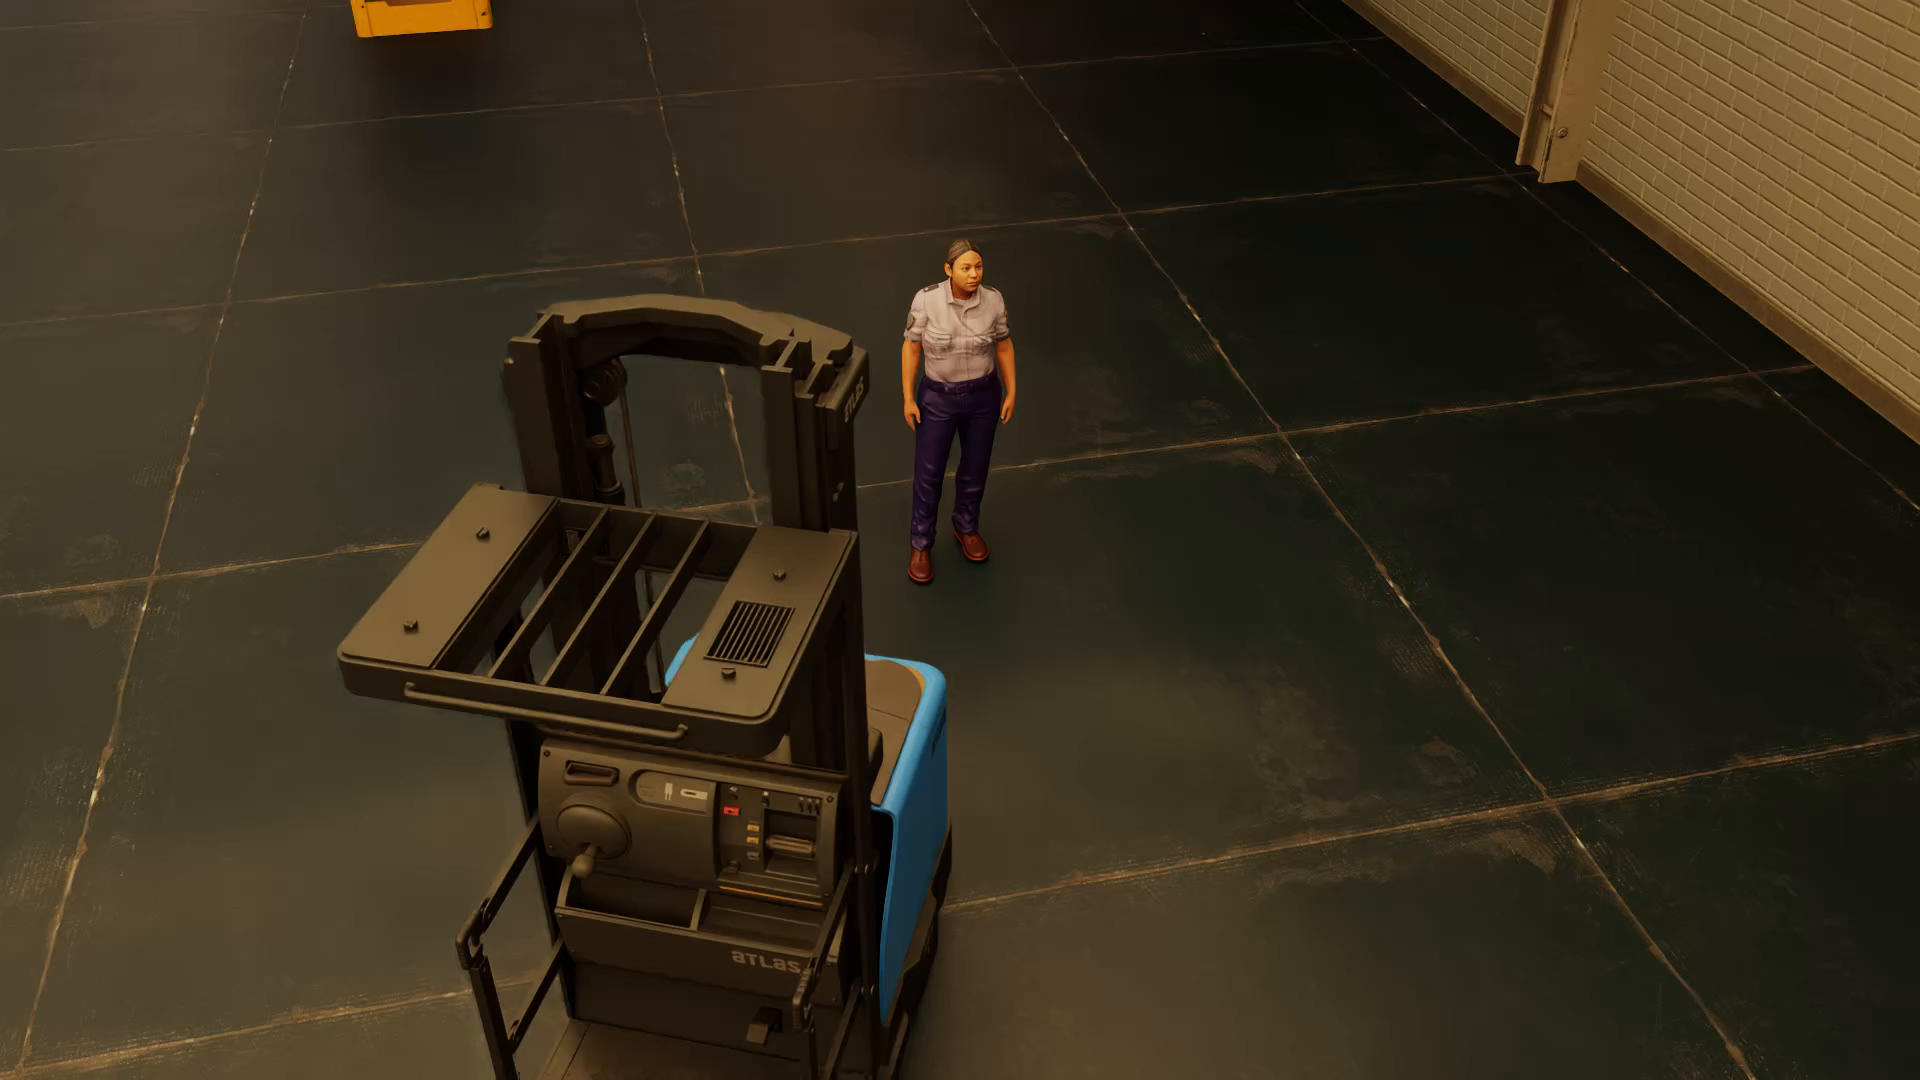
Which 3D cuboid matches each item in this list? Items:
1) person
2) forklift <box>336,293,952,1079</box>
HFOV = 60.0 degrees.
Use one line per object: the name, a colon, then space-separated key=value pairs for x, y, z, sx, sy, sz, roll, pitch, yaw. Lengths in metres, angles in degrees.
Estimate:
person: x=-0.007 y=-0.620 z=7.998 sx=0.587 sy=1.650 sz=0.503 roll=-8 pitch=36 yaw=-11
forklift: x=-0.857 y=0.916 z=4.777 sx=1.130 sy=2.935 sz=3.031 roll=7 pitch=36 yaw=10
